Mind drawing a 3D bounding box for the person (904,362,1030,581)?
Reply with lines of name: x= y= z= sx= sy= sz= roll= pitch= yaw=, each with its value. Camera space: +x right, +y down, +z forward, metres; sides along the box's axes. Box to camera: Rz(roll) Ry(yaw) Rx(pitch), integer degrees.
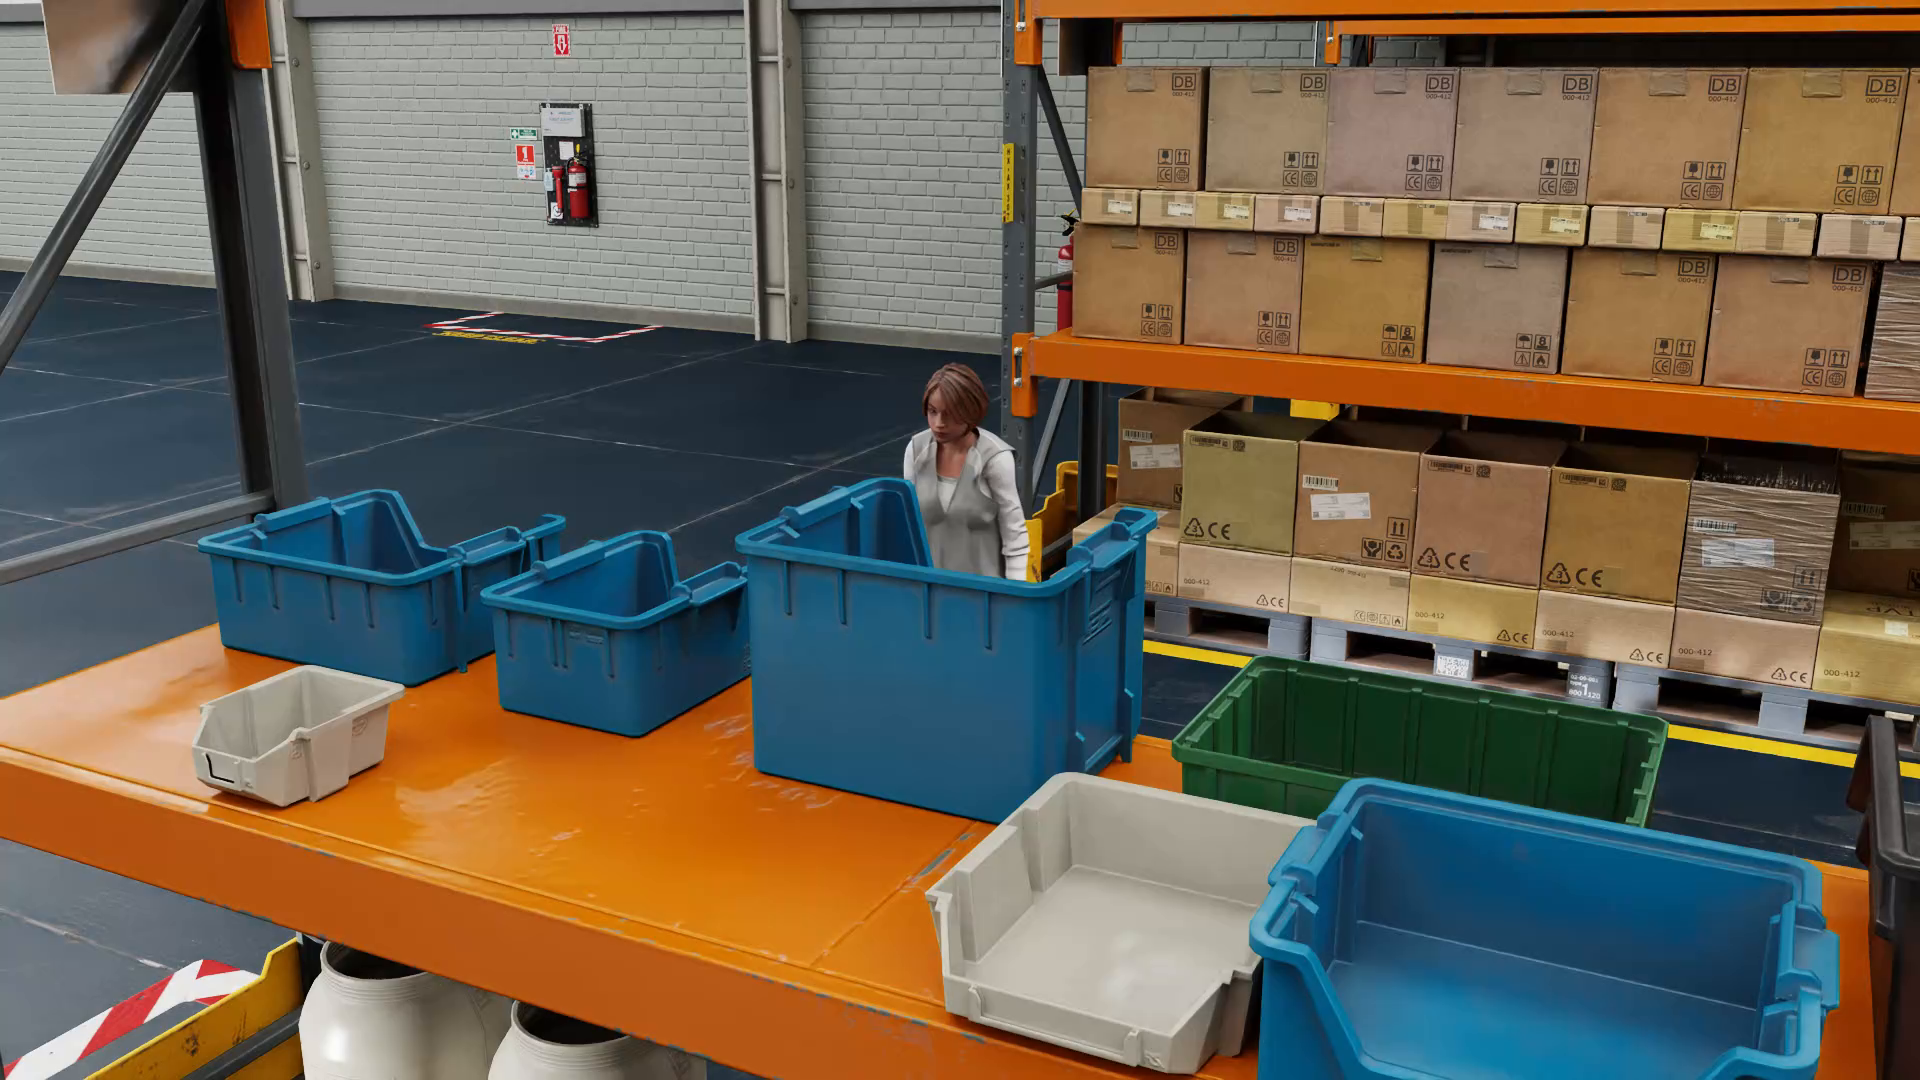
person: x=-0.007 y=0.223 z=5.299 sx=0.467 sy=1.581 sz=0.350 roll=8 pitch=18 yaw=25
